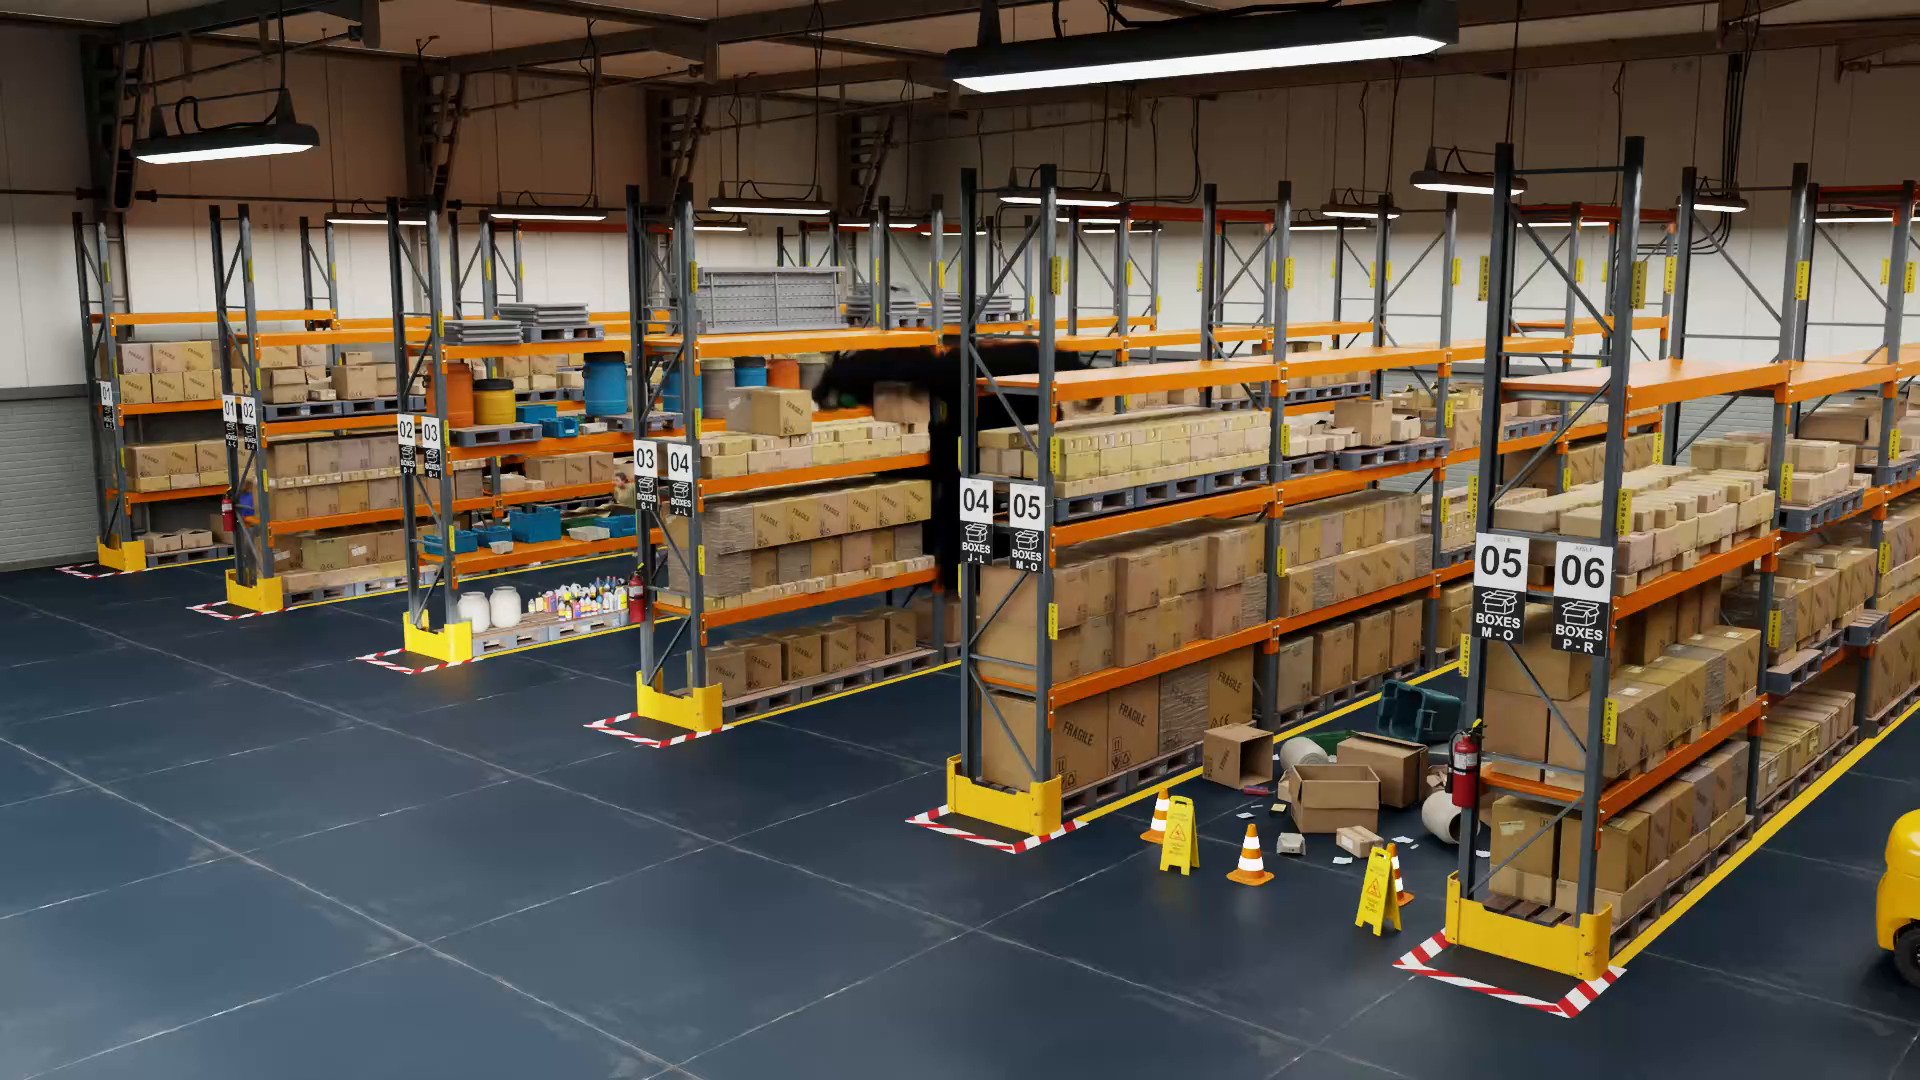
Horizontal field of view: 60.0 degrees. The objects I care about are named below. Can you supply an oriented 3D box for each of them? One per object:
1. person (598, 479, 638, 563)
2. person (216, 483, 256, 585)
[{"bbox_3d":[-5.616,-0.320,27.412,0.591,1.452,0.894,3,10,19],"label":"person"},{"bbox_3d":[-11.756,-0.133,27.028,0.569,1.635,0.861,3,10,17],"label":"person"}]
